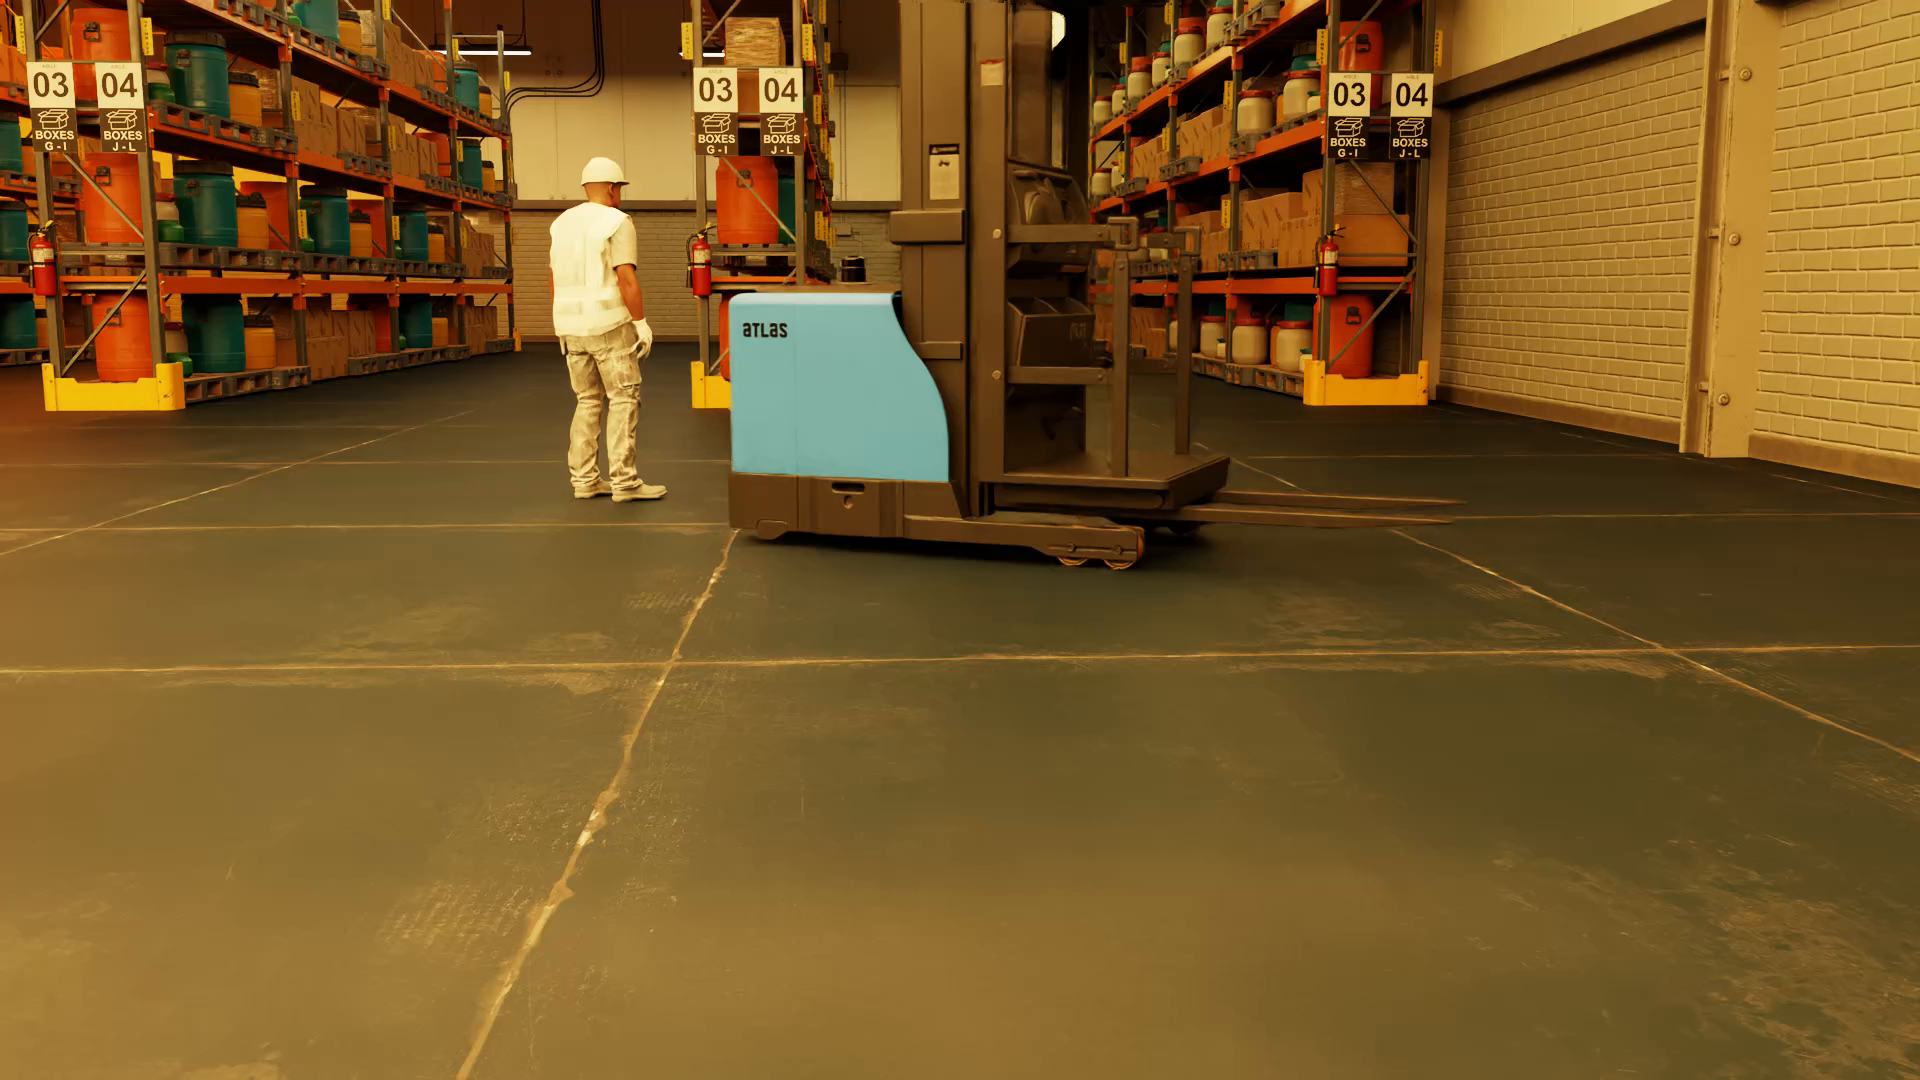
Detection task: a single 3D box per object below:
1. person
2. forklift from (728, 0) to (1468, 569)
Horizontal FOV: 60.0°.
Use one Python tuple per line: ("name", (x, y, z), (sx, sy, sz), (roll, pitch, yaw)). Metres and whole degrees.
("person", (-1.873, -1.101, 8.702), (0.624, 1.773, 0.451), (6, 10, 34))
("forklift", (0.562, -1.422, 6.910), (3.031, 2.935, 1.130), (3, 9, 22))
